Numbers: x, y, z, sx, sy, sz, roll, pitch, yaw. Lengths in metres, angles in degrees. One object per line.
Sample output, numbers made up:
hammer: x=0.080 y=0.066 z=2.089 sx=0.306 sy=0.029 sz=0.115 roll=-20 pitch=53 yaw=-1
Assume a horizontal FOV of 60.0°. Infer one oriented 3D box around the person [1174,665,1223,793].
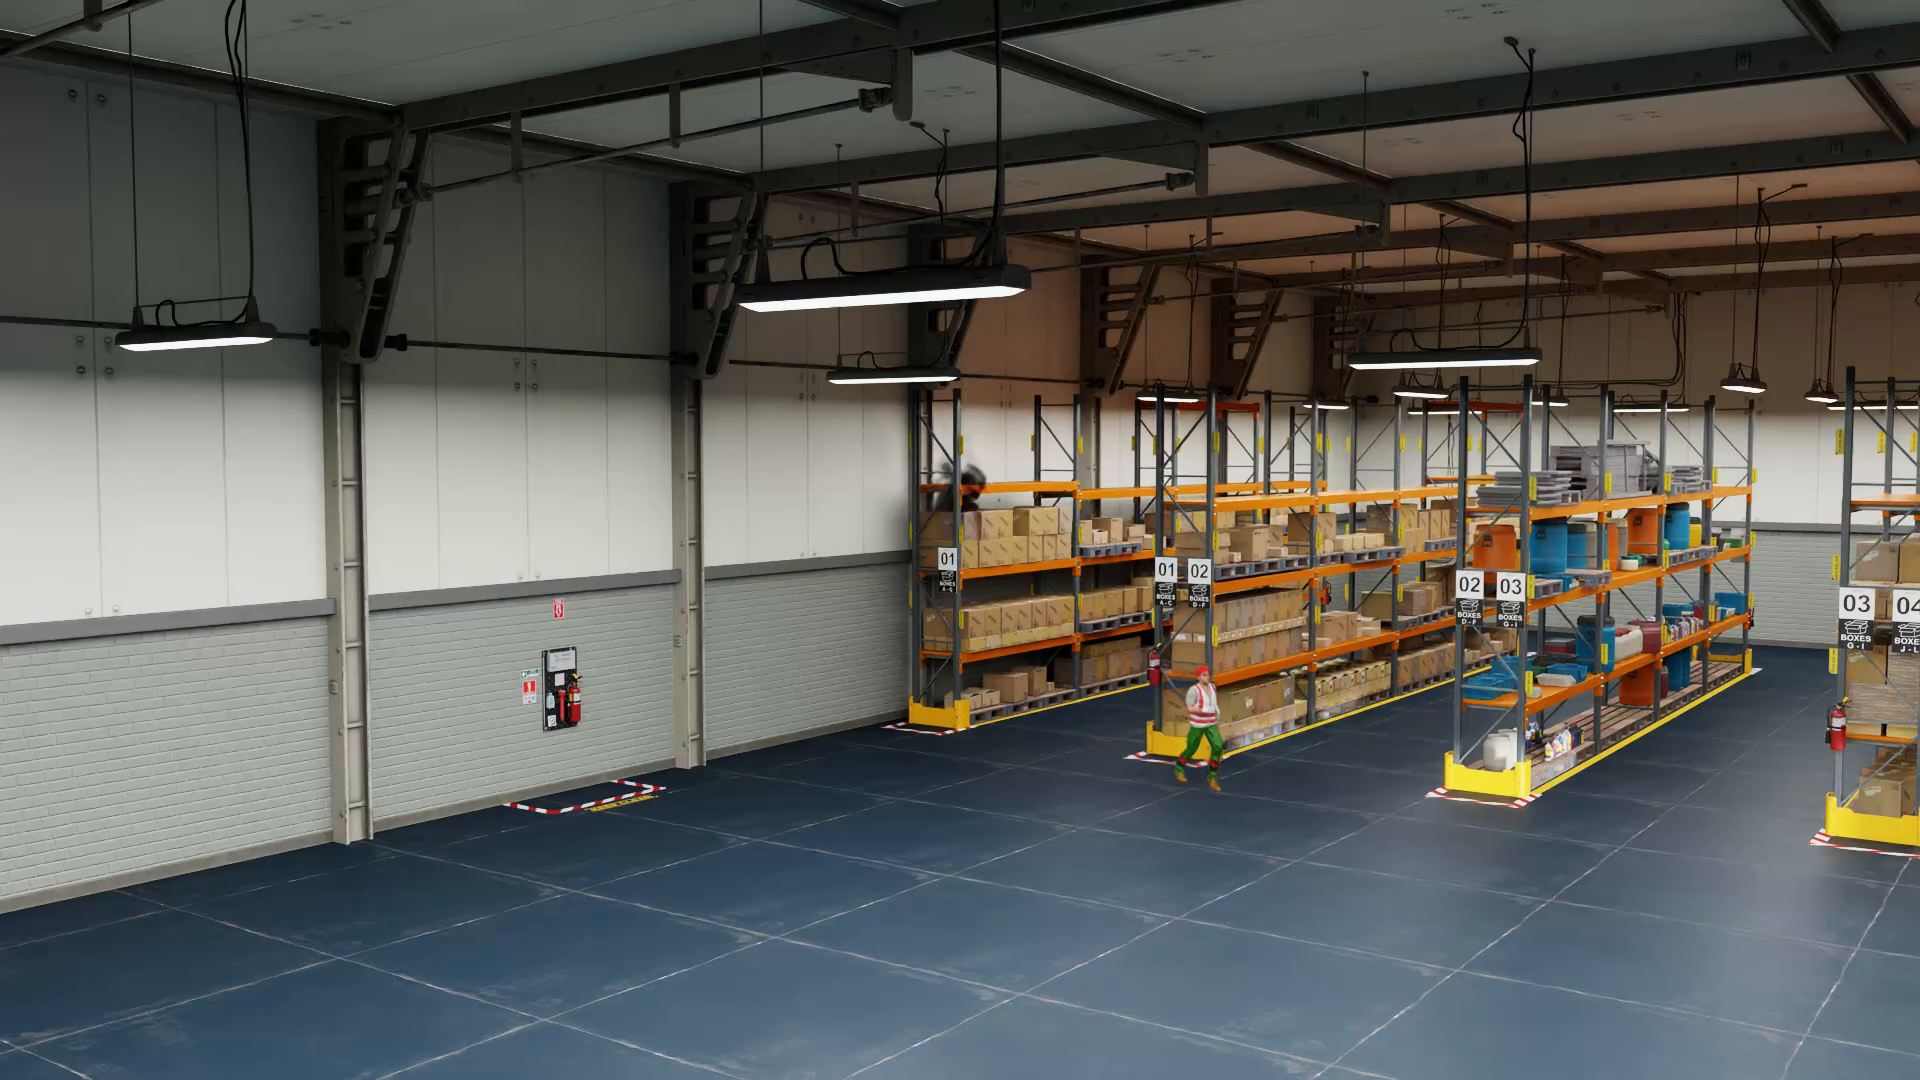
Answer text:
person: x=3.525 y=2.726 z=24.247 sx=0.675 sy=1.828 sz=0.922 roll=-2 pitch=4 yaw=-27
